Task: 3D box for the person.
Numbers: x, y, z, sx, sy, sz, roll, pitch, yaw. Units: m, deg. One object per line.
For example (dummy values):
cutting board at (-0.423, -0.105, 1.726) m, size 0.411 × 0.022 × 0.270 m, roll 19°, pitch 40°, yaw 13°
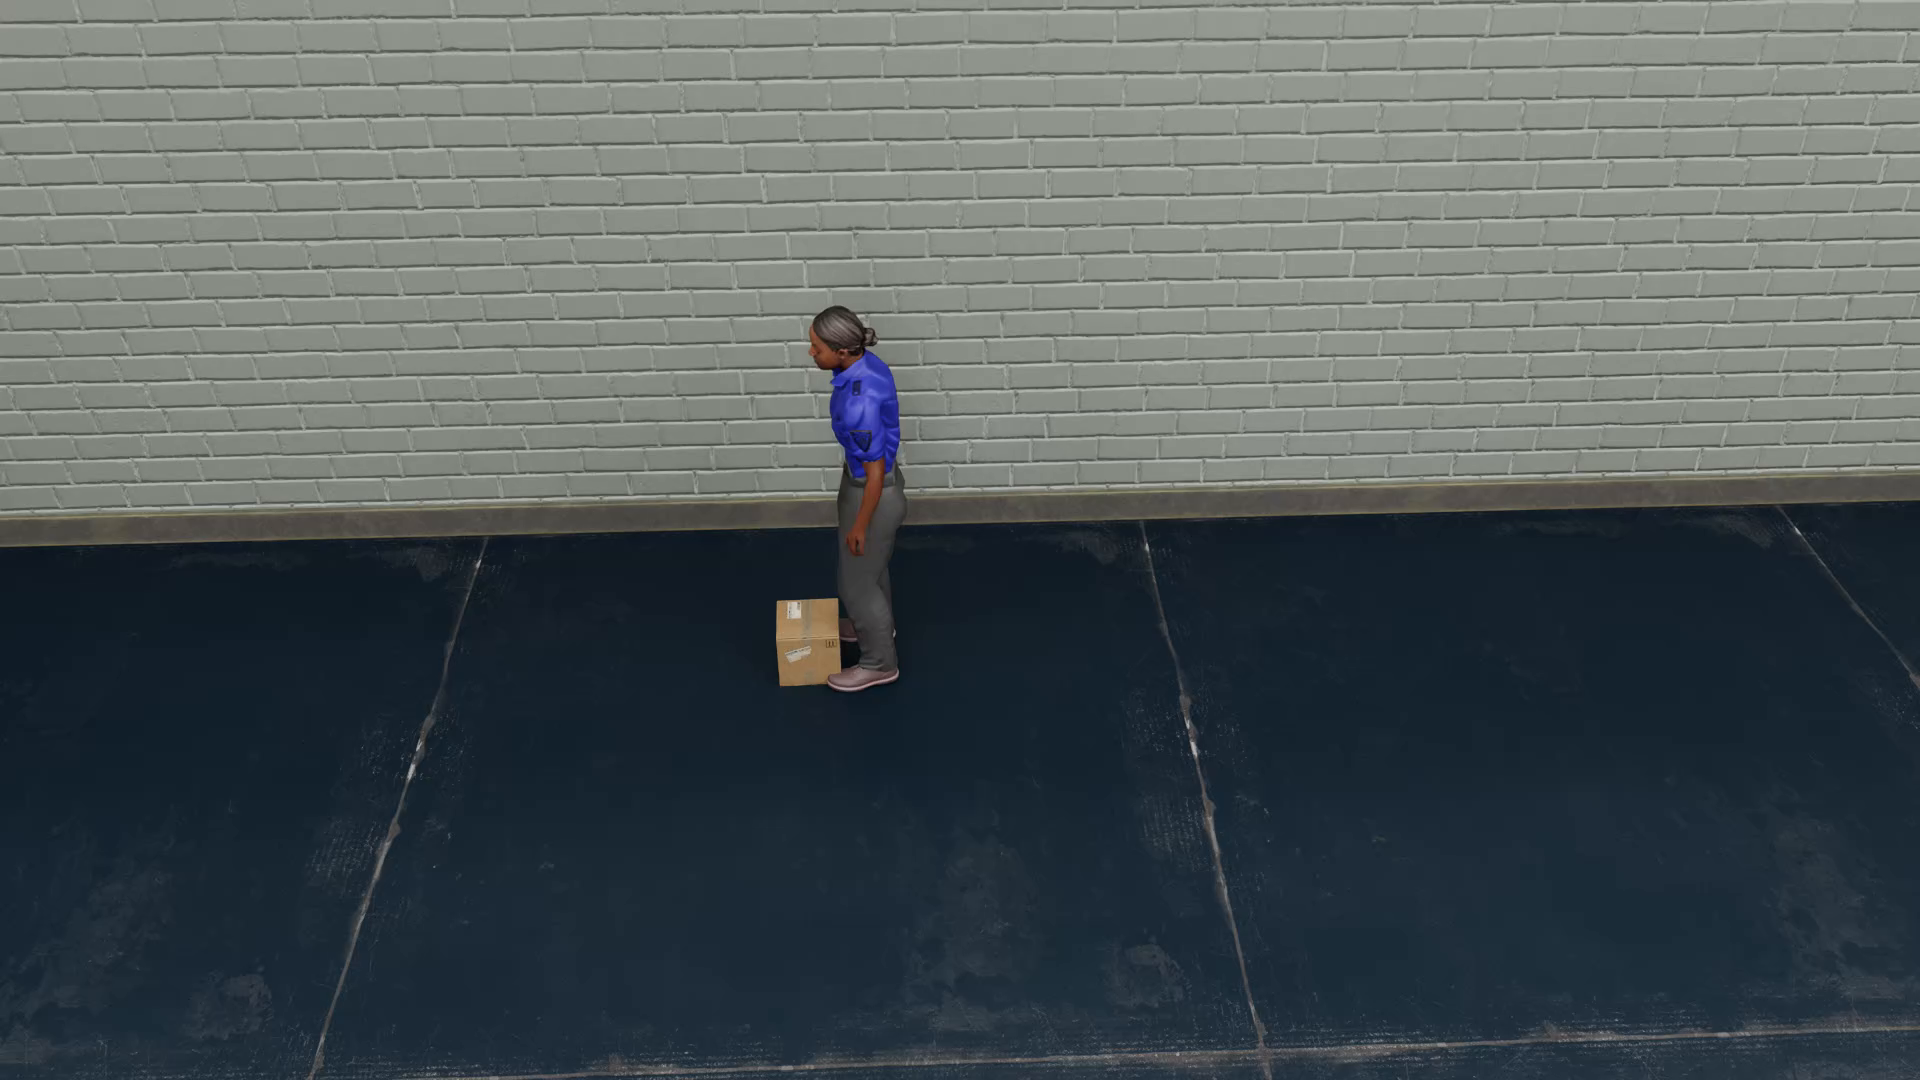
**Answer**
person at (-0.379, -0.170, 6.390) m, size 0.348 × 1.654 × 0.510 m, roll -3°, pitch 36°, yaw -4°
